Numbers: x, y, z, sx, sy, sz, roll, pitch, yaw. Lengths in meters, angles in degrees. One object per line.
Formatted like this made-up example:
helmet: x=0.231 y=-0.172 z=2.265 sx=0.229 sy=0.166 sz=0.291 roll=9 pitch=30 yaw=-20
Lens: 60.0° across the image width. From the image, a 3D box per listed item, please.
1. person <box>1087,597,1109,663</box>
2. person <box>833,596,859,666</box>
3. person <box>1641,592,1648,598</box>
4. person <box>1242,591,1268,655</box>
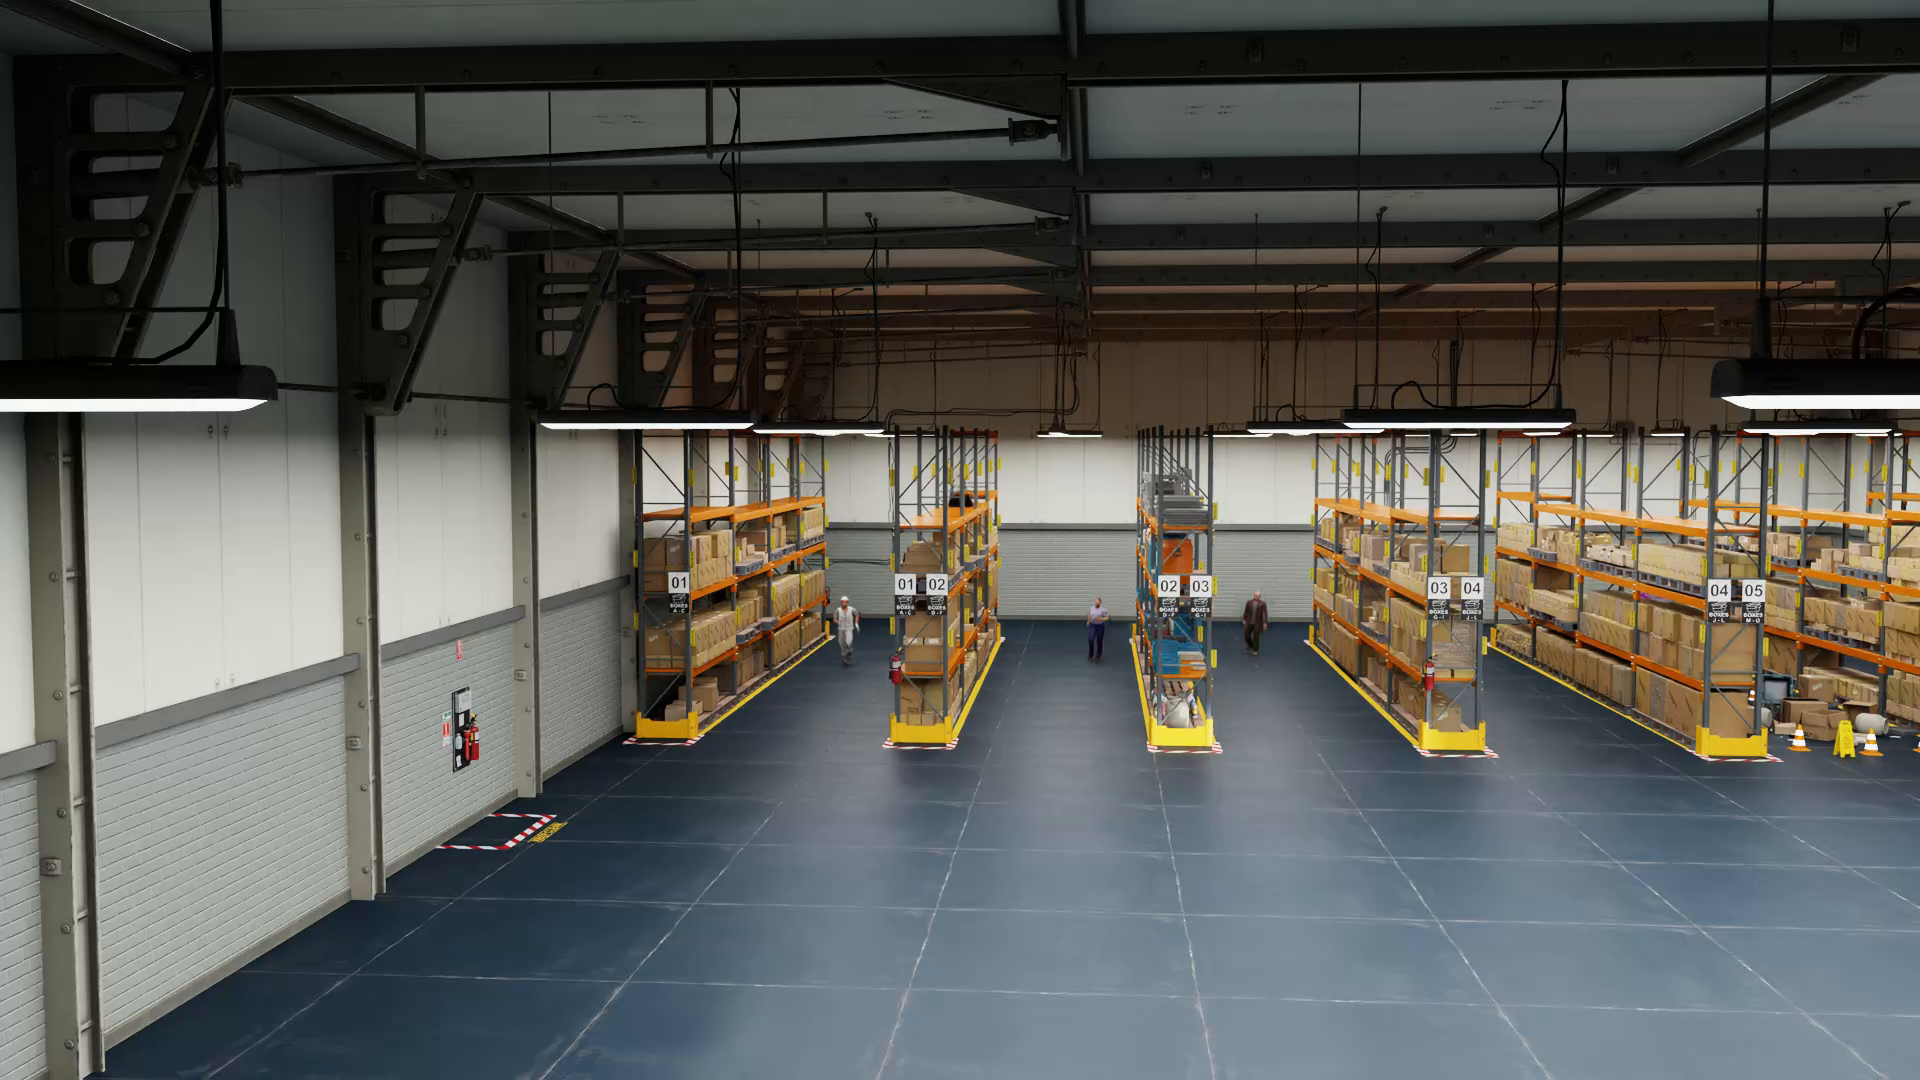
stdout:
person: x=3.582 y=2.334 z=43.089 sx=0.590 sy=1.673 sz=0.698 roll=1 pitch=4 yaw=14
person: x=-2.887 y=2.304 z=42.038 sx=0.643 sy=1.766 sz=0.777 roll=0 pitch=3 yaw=4
person: x=19.325 y=2.000 z=47.299 sx=0.683 sy=1.751 sz=0.691 roll=1 pitch=4 yaw=13
person: x=7.862 y=2.197 z=44.260 sx=0.749 sy=1.729 sz=0.602 roll=1 pitch=4 yaw=23
